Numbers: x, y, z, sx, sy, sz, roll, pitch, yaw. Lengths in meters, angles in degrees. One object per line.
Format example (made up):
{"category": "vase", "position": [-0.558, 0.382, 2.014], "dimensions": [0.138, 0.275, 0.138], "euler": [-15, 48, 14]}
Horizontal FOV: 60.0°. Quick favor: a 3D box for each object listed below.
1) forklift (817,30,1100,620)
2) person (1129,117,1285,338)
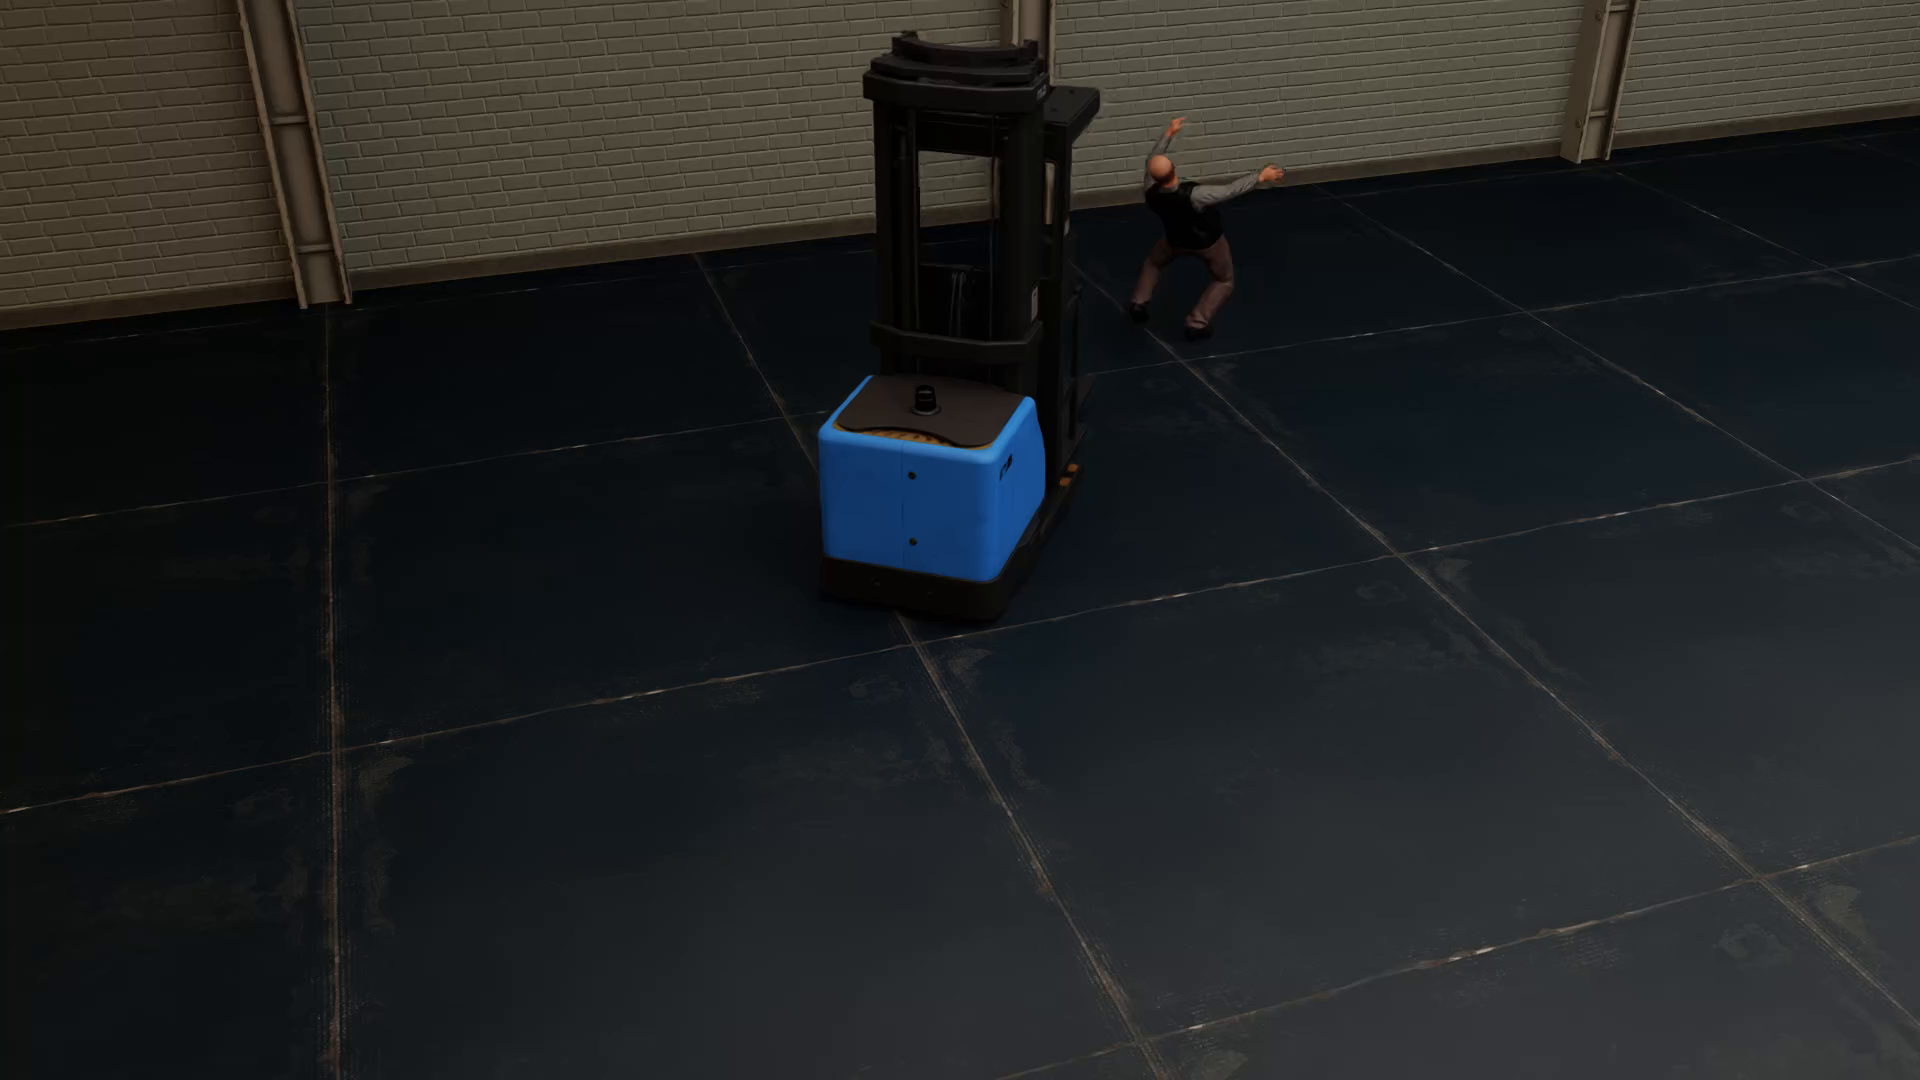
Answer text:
{"category": "forklift", "position": [0.154, -1.552, 9.785], "dimensions": [1.130, 2.935, 3.031], "euler": [9, 31, 15]}
{"category": "person", "position": [1.804, -2.251, 12.340], "dimensions": [1.039, 1.571, 0.664], "euler": [13, 32, 22]}
